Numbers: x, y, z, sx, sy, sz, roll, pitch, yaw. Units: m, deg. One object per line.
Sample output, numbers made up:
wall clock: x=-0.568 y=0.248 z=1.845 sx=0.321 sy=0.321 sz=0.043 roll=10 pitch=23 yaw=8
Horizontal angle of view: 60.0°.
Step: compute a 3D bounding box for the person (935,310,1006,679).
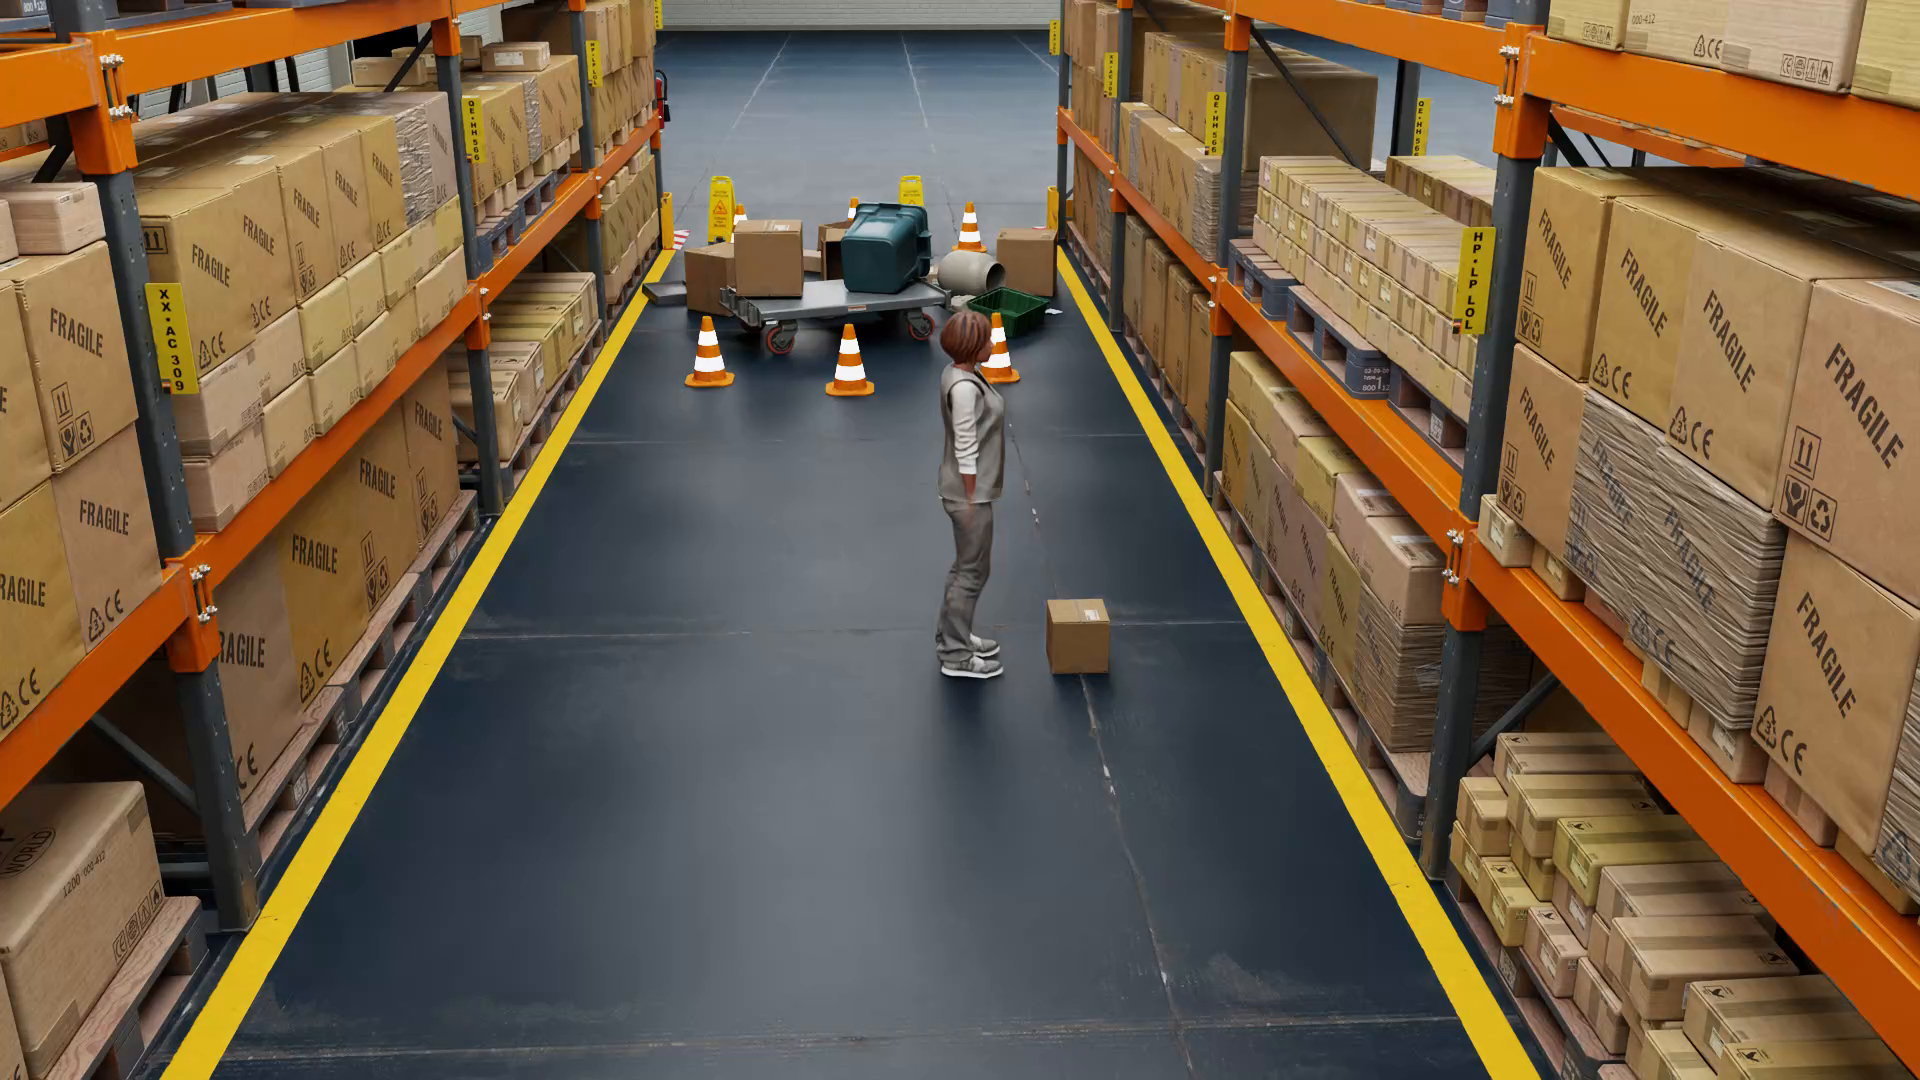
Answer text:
person: x=0.043 y=-0.198 z=7.122 sx=0.308 sy=1.599 sz=0.406 roll=-1 pitch=21 yaw=-2
